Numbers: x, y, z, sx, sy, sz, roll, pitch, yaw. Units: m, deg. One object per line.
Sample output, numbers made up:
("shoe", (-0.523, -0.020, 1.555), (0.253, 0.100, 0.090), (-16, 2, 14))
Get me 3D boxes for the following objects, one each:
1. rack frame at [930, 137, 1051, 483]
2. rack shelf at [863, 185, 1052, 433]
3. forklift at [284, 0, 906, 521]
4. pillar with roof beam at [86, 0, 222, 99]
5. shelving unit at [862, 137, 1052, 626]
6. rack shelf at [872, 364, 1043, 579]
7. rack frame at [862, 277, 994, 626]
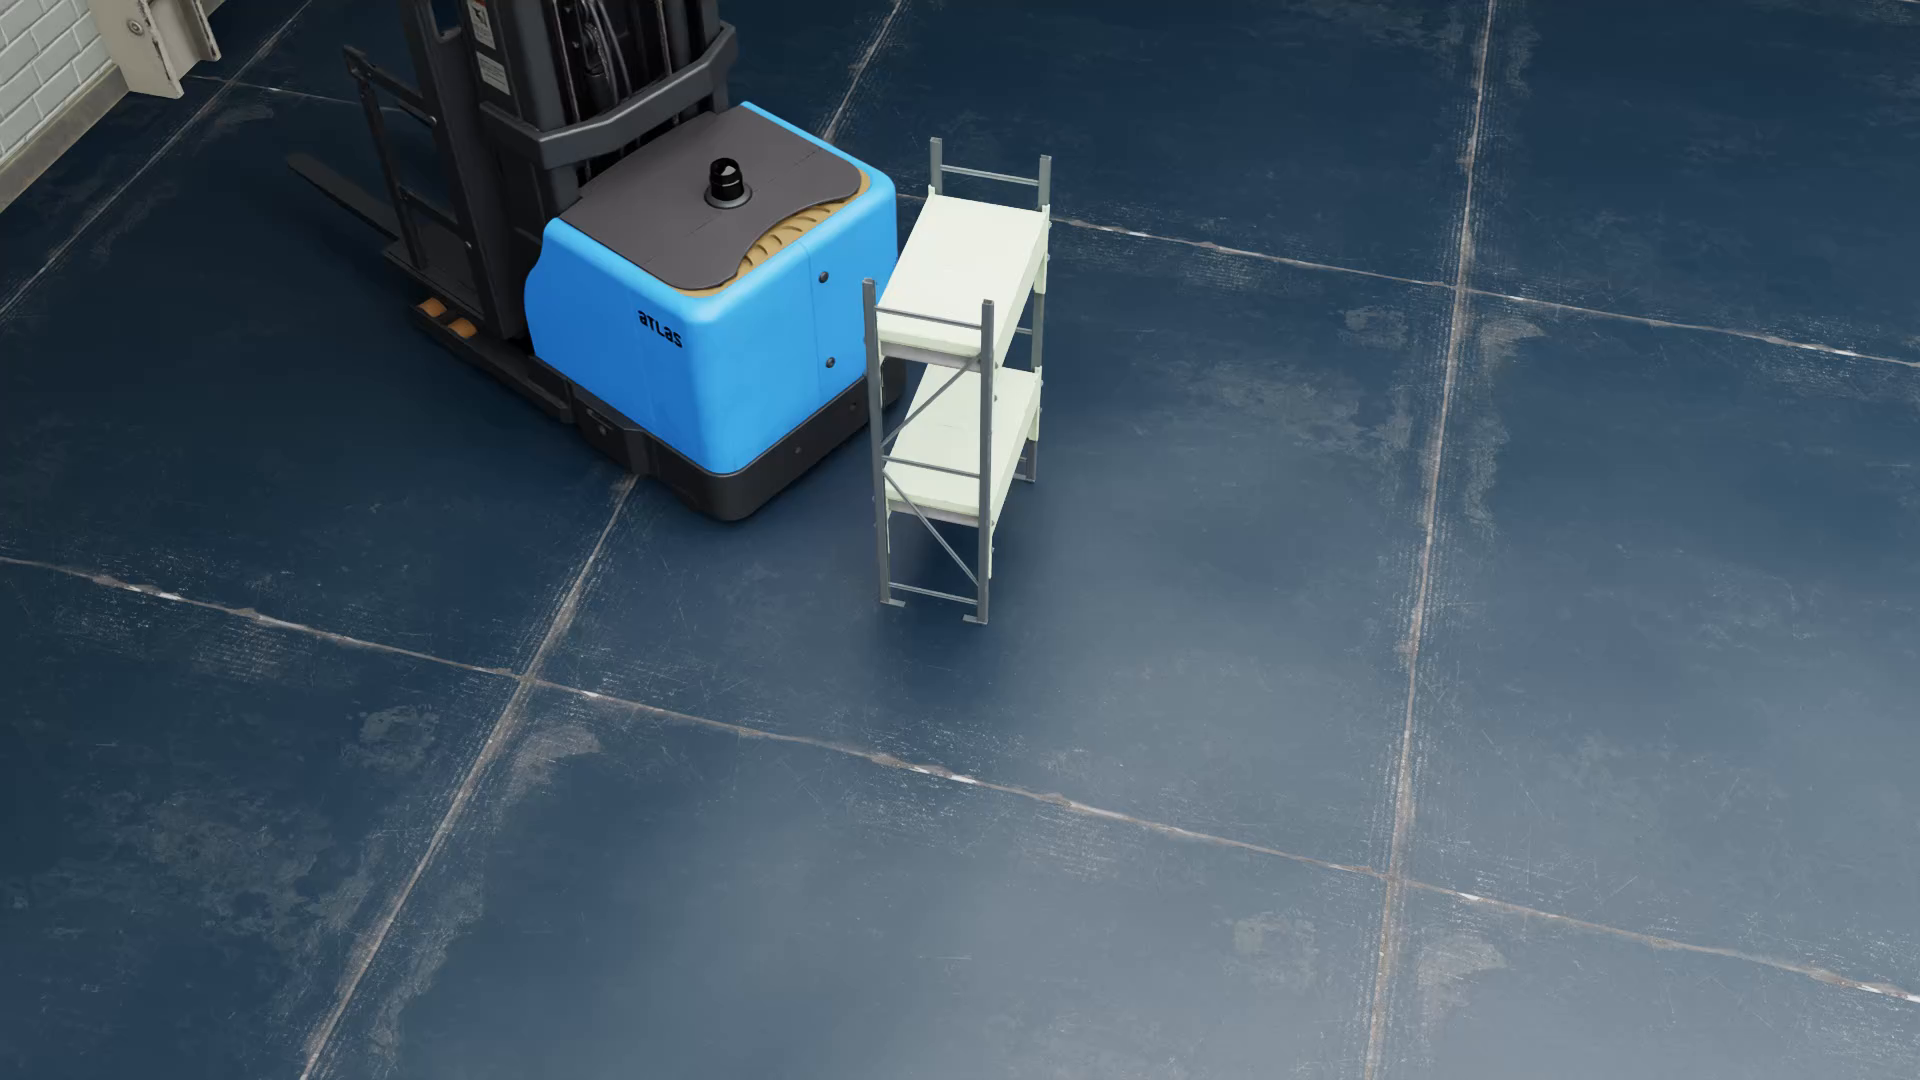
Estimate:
("rack frame", (0.098, -0.766, 5.926), (0.400, 1.500, 0.023), (12, 50, 10))
("rack shelf", (0.002, -0.759, 5.399), (0.431, 0.370, 0.720), (12, 50, 10))
("forklift", (-1.667, -1.995, 6.056), (3.031, 2.935, 1.130), (32, 56, 25))
("pillar with roof beam", (0.221, -4.466, 4.190), (9.100, 9.000, 0.400), (12, 50, 10))
("shelving unit", (0.002, -0.501, 5.692), (0.431, 1.500, 0.755), (12, 50, 10))
("rack shelf", (0.002, -0.285, 5.936), (0.431, 0.370, 0.720), (12, 50, 10))
("rack frame", (-0.095, -0.236, 5.458), (0.400, 1.500, 0.023), (12, 50, 10))
